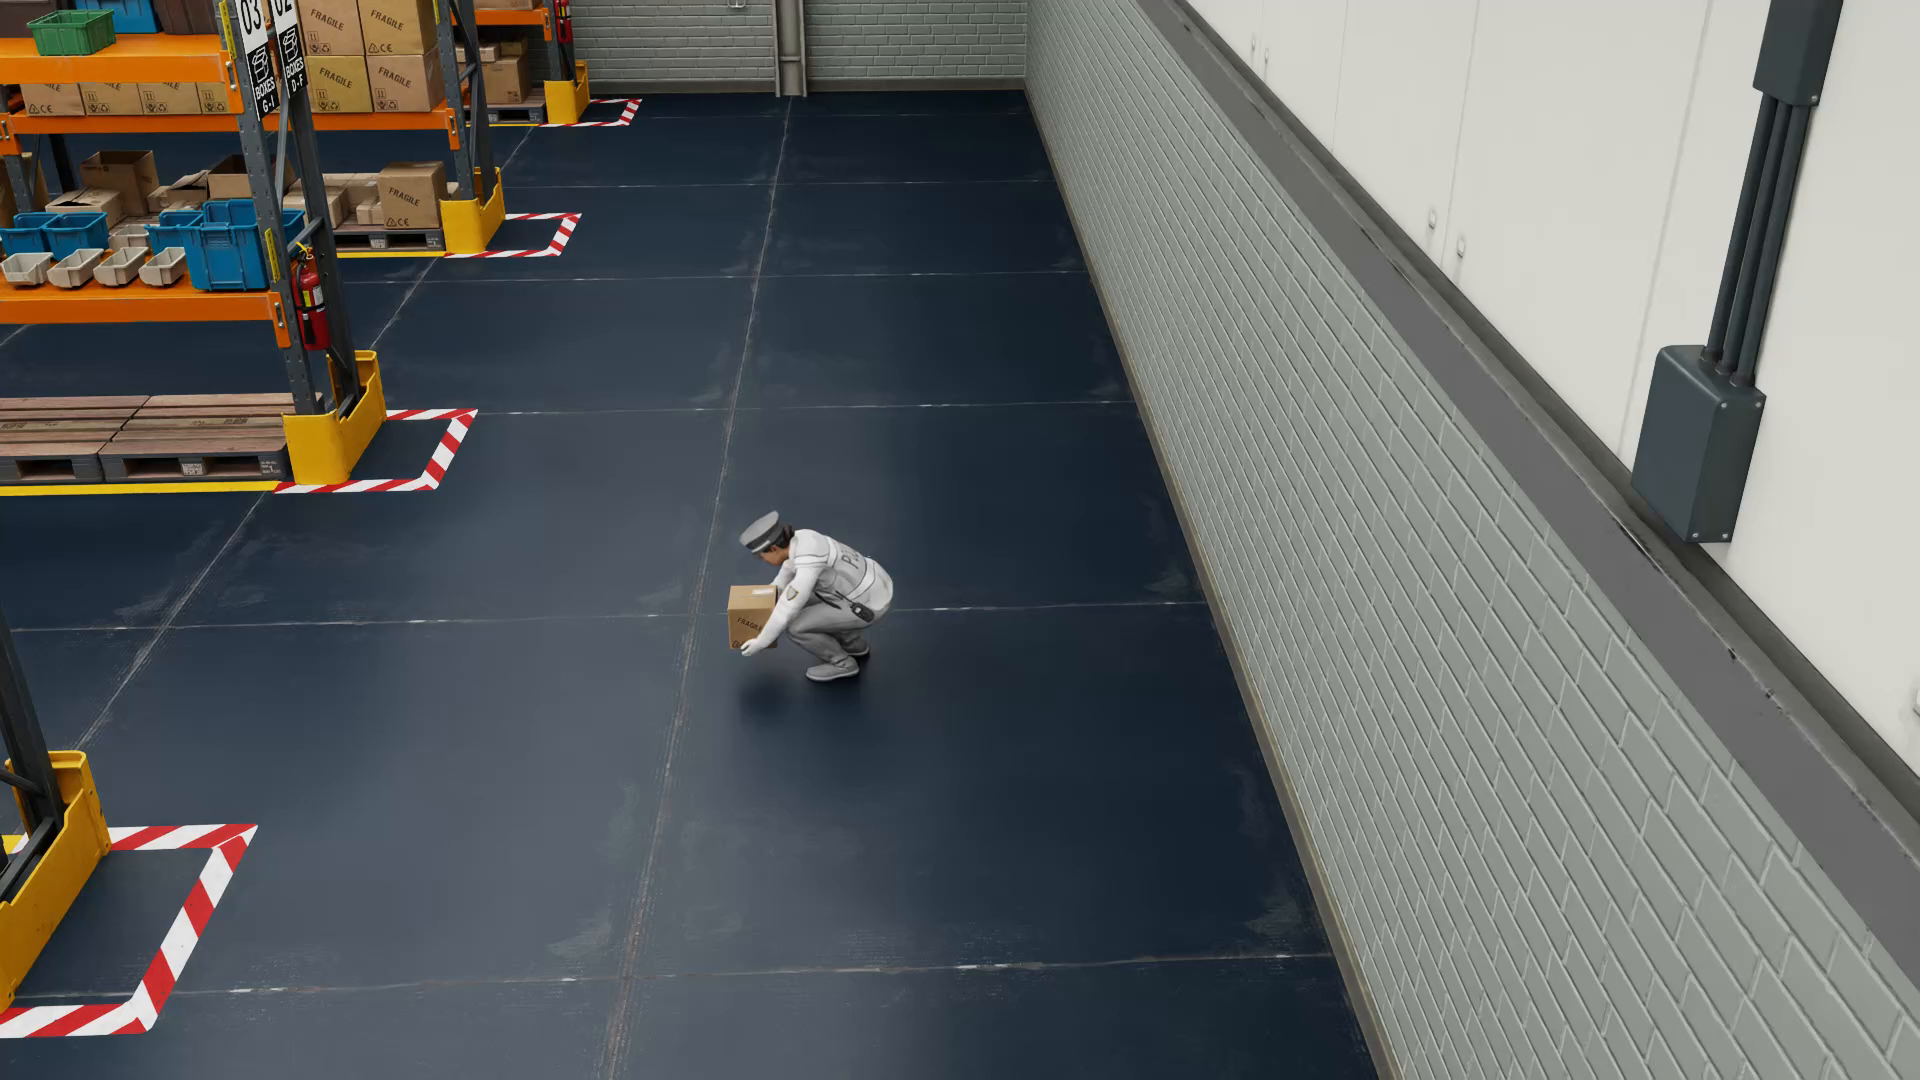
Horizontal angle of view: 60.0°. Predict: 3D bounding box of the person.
[{"bbox_3d":[-0.767,0.278,8.858,0.819,0.961,0.511,-1,28,-3],"label":"person"}]
